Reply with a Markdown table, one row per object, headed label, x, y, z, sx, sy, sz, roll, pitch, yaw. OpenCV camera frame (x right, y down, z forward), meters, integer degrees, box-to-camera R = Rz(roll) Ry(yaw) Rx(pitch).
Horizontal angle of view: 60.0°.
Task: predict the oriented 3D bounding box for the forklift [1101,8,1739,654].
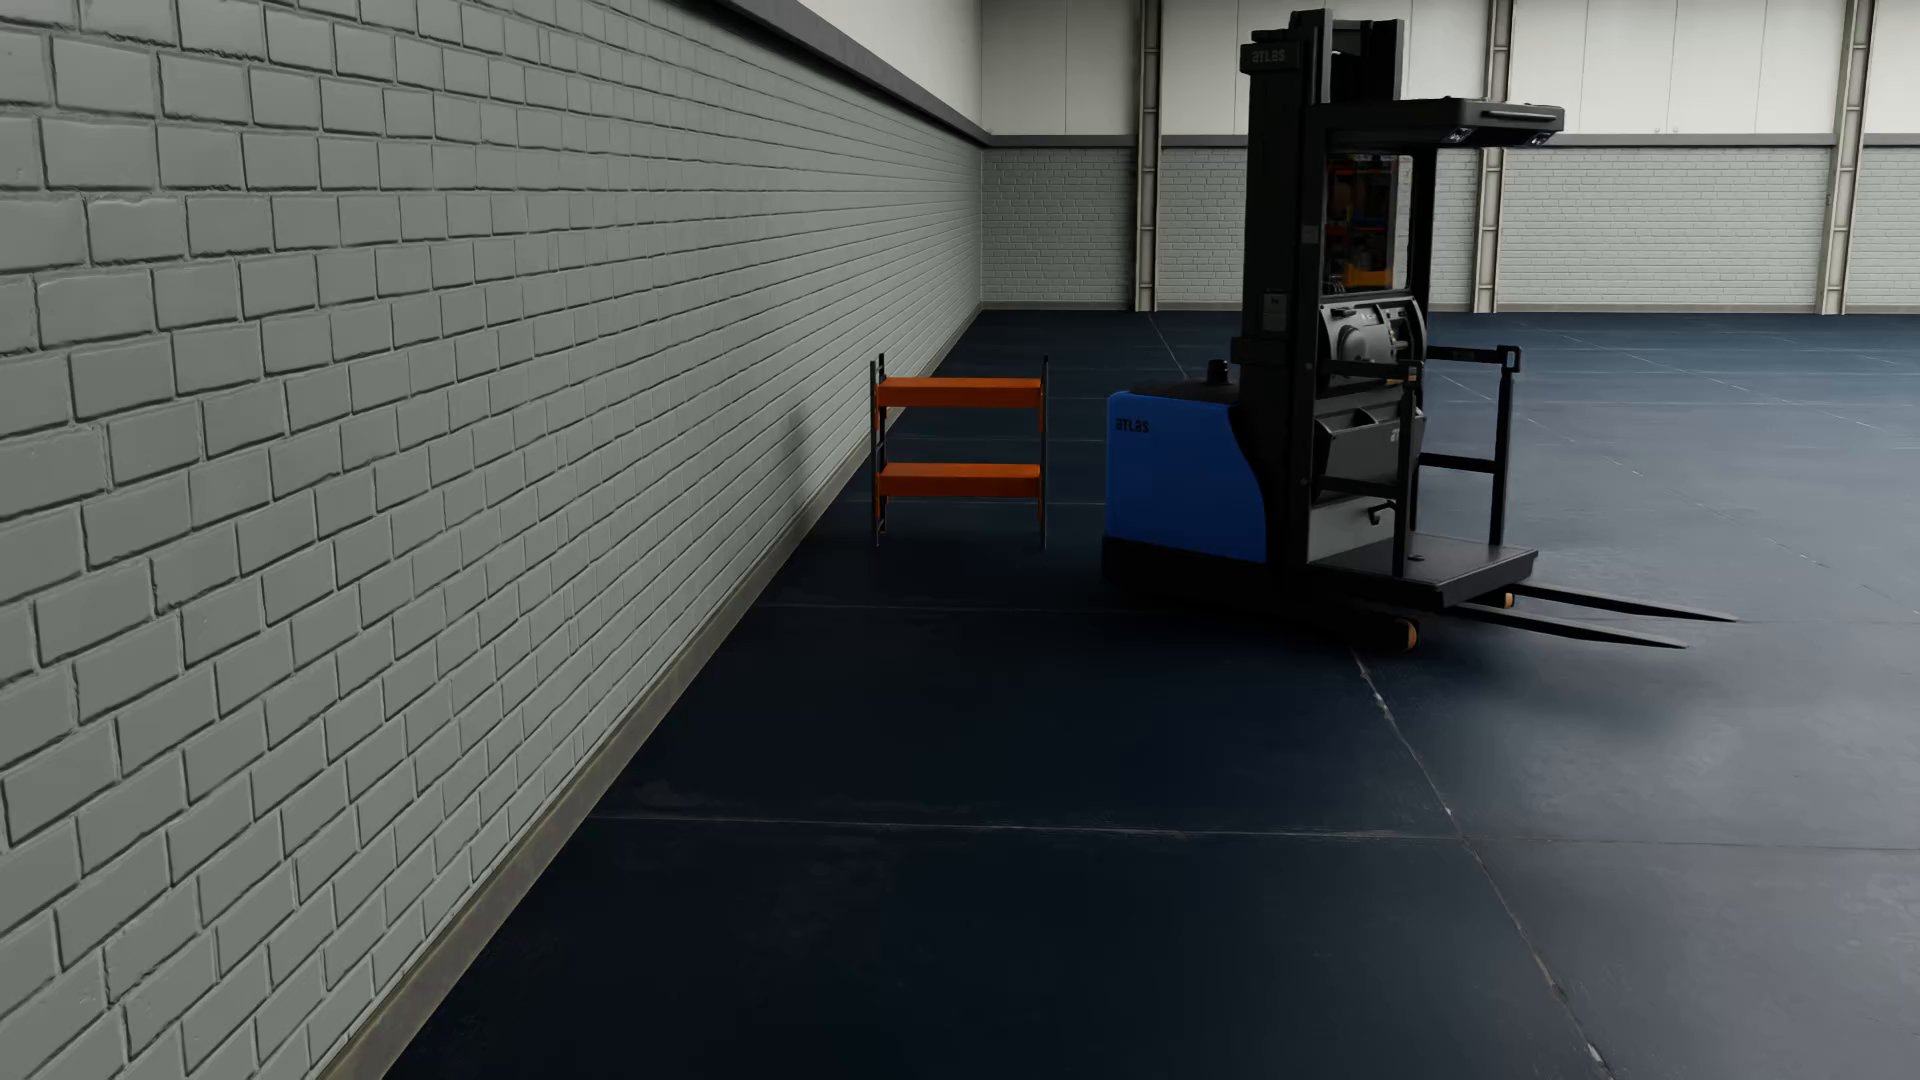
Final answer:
| label | x | y | z | sx | sy | sz | roll | pitch | yaw |
| --- | --- | --- | --- | --- | --- | --- | --- | --- | --- |
| forklift | 2.179 | -1.025 | 8.009 | 3.031 | 2.935 | 1.130 | 11 | 16 | 42 |

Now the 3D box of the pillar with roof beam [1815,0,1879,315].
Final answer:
| label | x | y | z | sx | sy | sz | roll | pitch | yaw |
| --- | --- | --- | --- | --- | --- | --- | --- | --- | --- |
| pillar with roof beam | 15.048 | -7.514 | 24.211 | 0.400 | 9.000 | 9.100 | 1 | 12 | 4 |

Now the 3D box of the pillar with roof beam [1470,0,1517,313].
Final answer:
| label | x | y | z | sx | sy | sz | roll | pitch | yaw |
| --- | --- | --- | --- | --- | --- | --- | --- | --- | --- |
| pillar with roof beam | 9.062 | -7.596 | 24.604 | 0.400 | 9.000 | 9.100 | 1 | 12 | 4 |

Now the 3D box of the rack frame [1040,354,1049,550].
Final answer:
| label | x | y | z | sx | sy | sz | roll | pitch | yaw |
| --- | --- | --- | --- | --- | --- | --- | --- | --- | --- |
| rack frame | 0.514 | -0.544 | 10.119 | 0.032 | 1.125 | 0.500 | 1 | 12 | 4 |

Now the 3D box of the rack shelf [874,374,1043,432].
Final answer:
| label | x | y | z | sx | sy | sz | roll | pitch | yaw |
| --- | --- | --- | --- | --- | --- | --- | --- | --- | --- |
| rack shelf | 0.007 | -0.837 | 10.093 | 1.000 | 0.278 | 0.538 | 1 | 12 | 4 |

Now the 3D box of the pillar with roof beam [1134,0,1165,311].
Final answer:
| label | x | y | z | sx | sy | sz | roll | pitch | yaw |
| --- | --- | --- | --- | --- | --- | --- | --- | --- | --- |
| pillar with roof beam | 3.075 | -7.678 | 24.996 | 0.400 | 9.000 | 9.100 | 1 | 12 | 4 |

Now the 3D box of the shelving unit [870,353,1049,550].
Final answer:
| label | x | y | z | sx | sy | sz | roll | pitch | yaw |
| --- | --- | --- | --- | --- | --- | --- | --- | --- | --- |
| shelving unit | 0.007 | -0.550 | 10.152 | 1.048 | 1.125 | 0.538 | 1 | 12 | 4 |

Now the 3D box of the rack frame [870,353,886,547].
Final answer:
| label | x | y | z | sx | sy | sz | roll | pitch | yaw |
| --- | --- | --- | --- | --- | --- | --- | --- | --- | --- |
| rack frame | -0.500 | -0.557 | 10.186 | 0.032 | 1.125 | 0.500 | 1 | 12 | 4 |

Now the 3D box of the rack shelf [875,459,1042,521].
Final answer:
| label | x | y | z | sx | sy | sz | roll | pitch | yaw |
| --- | --- | --- | --- | --- | --- | --- | --- | --- | --- |
| rack shelf | 0.007 | -0.311 | 10.203 | 1.000 | 0.278 | 0.538 | 1 | 12 | 4 |
